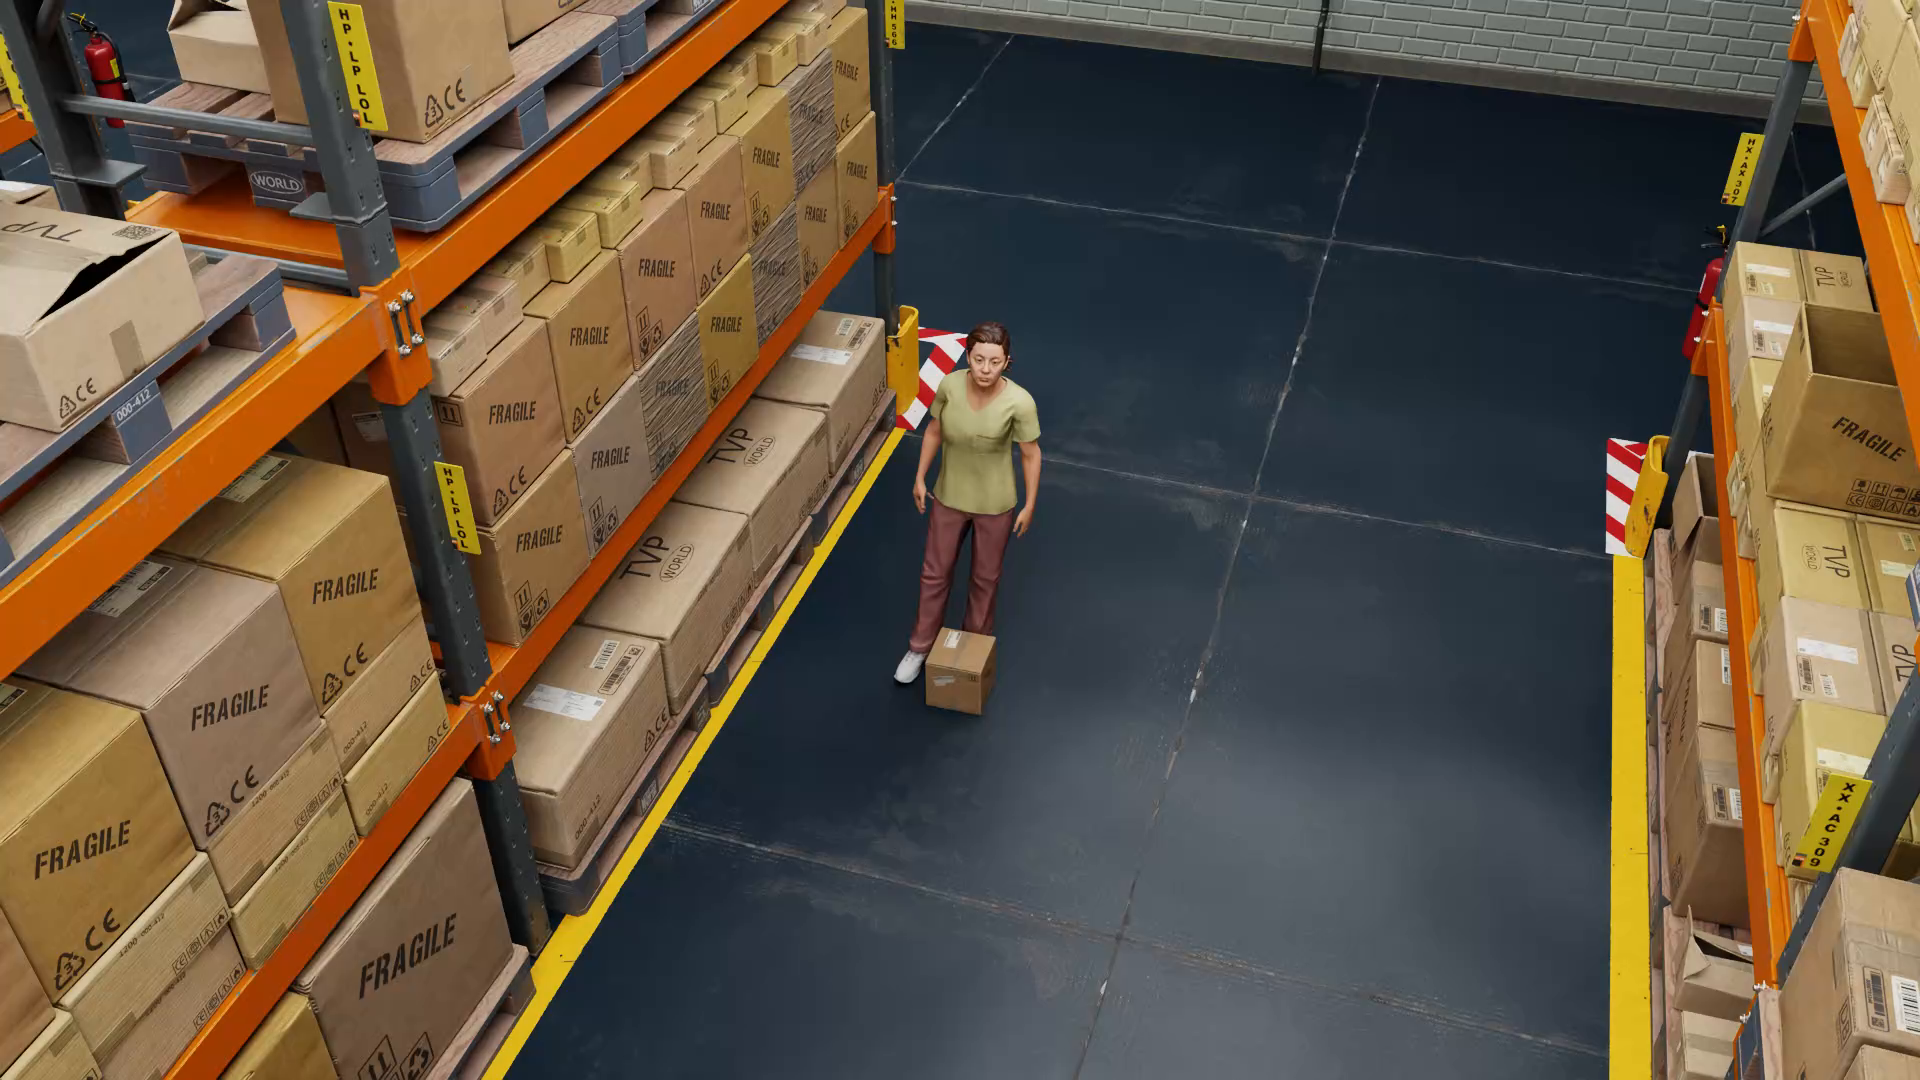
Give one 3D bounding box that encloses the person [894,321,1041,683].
[{"bbox_3d":[0.038,-0.129,7.046,0.553,1.675,0.549,11,38,14],"label":"person"}]
